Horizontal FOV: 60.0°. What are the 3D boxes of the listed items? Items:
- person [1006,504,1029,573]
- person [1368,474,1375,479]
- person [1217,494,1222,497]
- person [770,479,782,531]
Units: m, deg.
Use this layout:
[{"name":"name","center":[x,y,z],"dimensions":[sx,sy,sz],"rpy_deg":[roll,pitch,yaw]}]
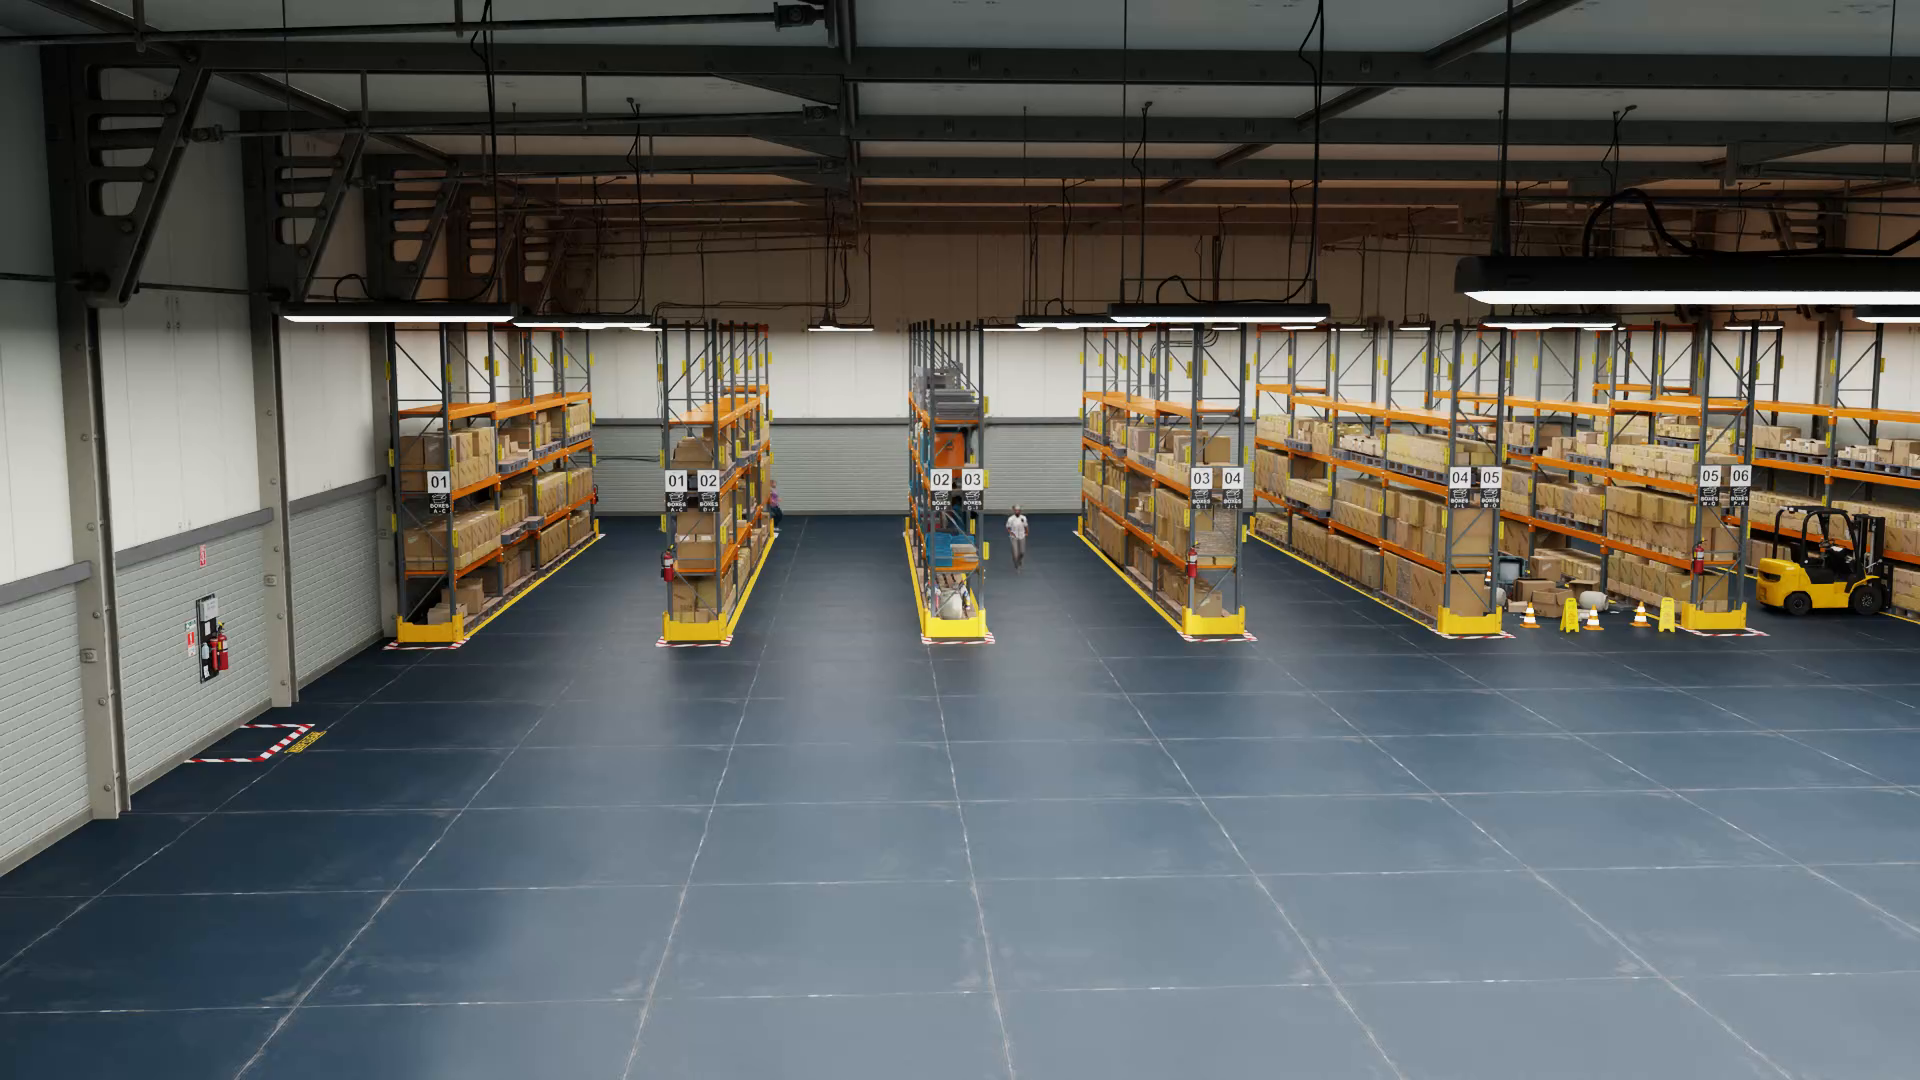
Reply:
[{"name":"person","center":[1.395,-0.041,40.134],"dimensions":[0.575,1.661,0.560],"rpy_deg":[-1,7,-7]},{"name":"person","center":[12.300,-1.238,49.930],"dimensions":[0.662,1.592,0.506],"rpy_deg":[-3,8,-21]},{"name":"person","center":[7.275,-0.785,46.220],"dimensions":[0.581,1.677,0.763],"rpy_deg":[0,7,1]},{"name":"person","center":[-5.469,-1.007,48.504],"dimensions":[0.524,1.532,0.542],"rpy_deg":[1,7,9]}]
